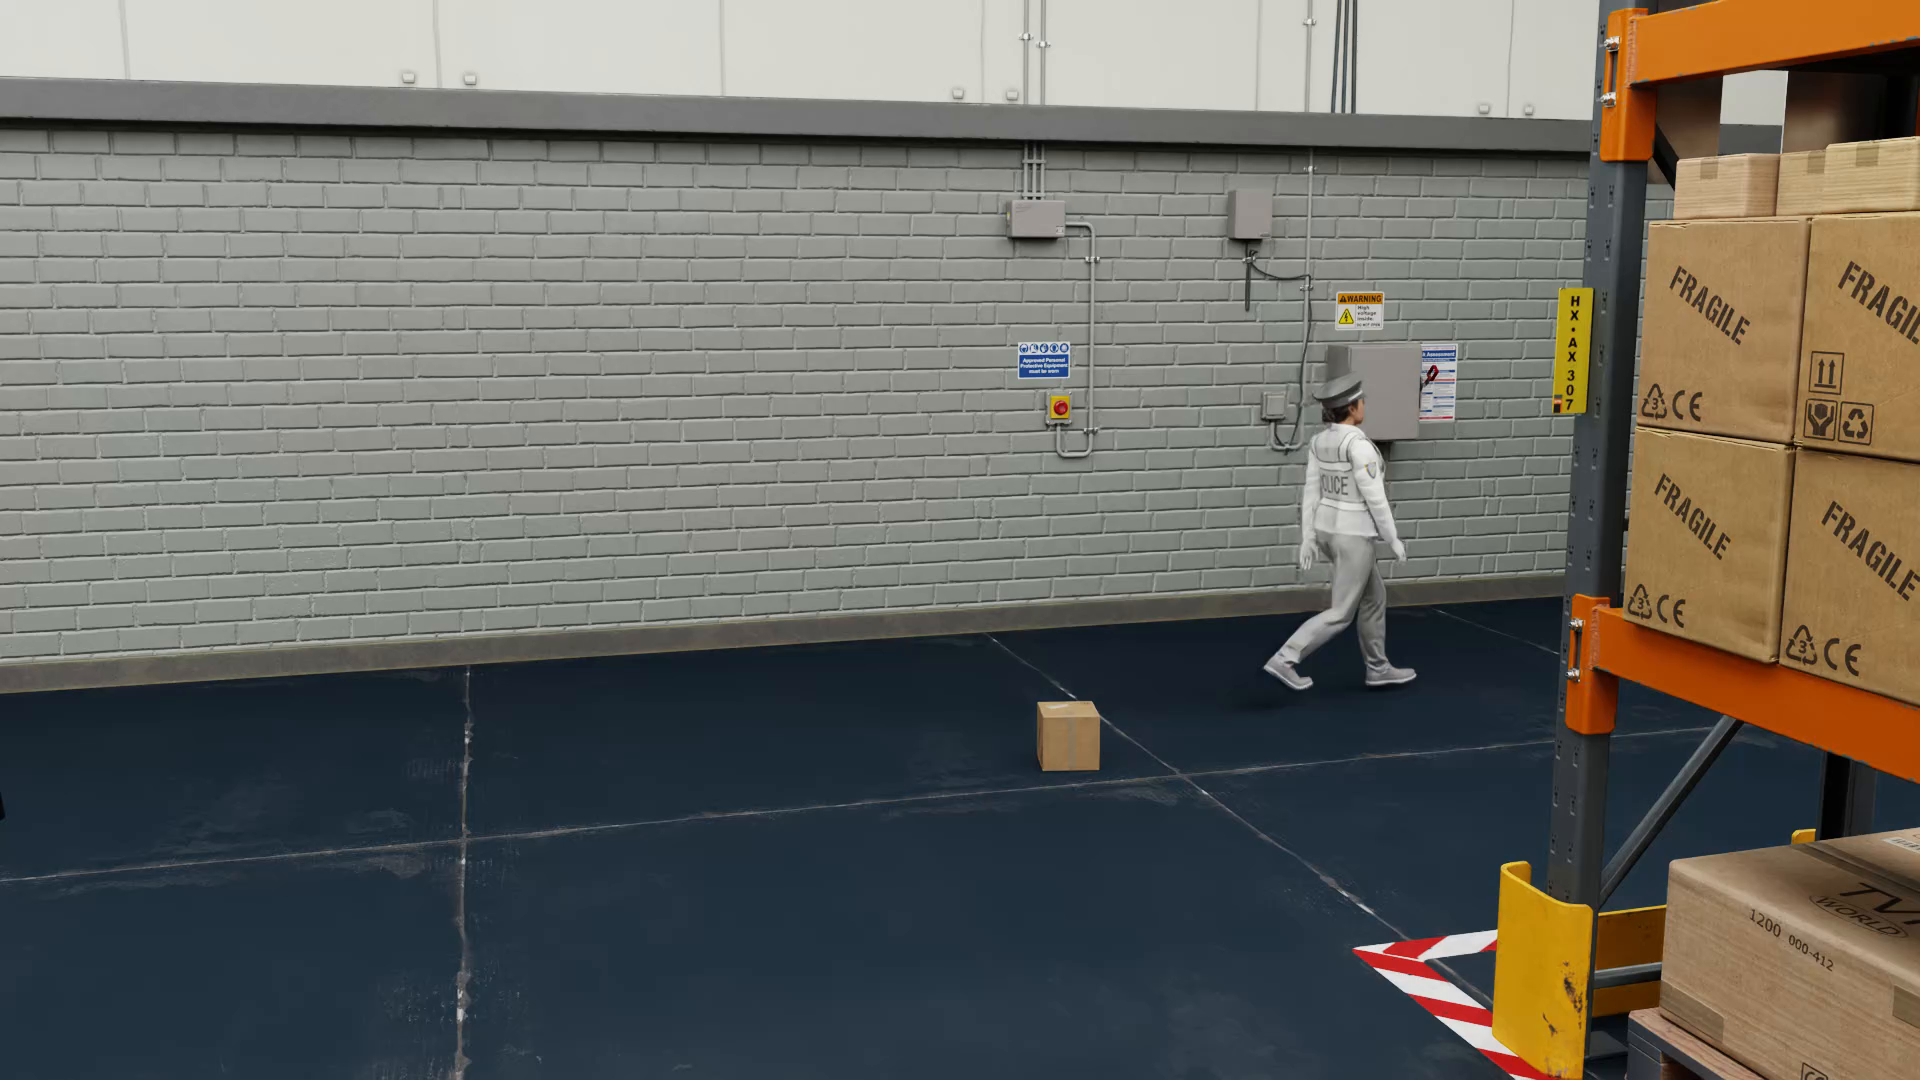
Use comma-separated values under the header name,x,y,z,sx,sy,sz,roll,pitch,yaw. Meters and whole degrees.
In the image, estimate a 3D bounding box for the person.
name,x,y,z,sx,sy,sz,roll,pitch,yaw
person,1.958,-0.028,8.435,0.960,1.635,0.487,-3,10,-17
